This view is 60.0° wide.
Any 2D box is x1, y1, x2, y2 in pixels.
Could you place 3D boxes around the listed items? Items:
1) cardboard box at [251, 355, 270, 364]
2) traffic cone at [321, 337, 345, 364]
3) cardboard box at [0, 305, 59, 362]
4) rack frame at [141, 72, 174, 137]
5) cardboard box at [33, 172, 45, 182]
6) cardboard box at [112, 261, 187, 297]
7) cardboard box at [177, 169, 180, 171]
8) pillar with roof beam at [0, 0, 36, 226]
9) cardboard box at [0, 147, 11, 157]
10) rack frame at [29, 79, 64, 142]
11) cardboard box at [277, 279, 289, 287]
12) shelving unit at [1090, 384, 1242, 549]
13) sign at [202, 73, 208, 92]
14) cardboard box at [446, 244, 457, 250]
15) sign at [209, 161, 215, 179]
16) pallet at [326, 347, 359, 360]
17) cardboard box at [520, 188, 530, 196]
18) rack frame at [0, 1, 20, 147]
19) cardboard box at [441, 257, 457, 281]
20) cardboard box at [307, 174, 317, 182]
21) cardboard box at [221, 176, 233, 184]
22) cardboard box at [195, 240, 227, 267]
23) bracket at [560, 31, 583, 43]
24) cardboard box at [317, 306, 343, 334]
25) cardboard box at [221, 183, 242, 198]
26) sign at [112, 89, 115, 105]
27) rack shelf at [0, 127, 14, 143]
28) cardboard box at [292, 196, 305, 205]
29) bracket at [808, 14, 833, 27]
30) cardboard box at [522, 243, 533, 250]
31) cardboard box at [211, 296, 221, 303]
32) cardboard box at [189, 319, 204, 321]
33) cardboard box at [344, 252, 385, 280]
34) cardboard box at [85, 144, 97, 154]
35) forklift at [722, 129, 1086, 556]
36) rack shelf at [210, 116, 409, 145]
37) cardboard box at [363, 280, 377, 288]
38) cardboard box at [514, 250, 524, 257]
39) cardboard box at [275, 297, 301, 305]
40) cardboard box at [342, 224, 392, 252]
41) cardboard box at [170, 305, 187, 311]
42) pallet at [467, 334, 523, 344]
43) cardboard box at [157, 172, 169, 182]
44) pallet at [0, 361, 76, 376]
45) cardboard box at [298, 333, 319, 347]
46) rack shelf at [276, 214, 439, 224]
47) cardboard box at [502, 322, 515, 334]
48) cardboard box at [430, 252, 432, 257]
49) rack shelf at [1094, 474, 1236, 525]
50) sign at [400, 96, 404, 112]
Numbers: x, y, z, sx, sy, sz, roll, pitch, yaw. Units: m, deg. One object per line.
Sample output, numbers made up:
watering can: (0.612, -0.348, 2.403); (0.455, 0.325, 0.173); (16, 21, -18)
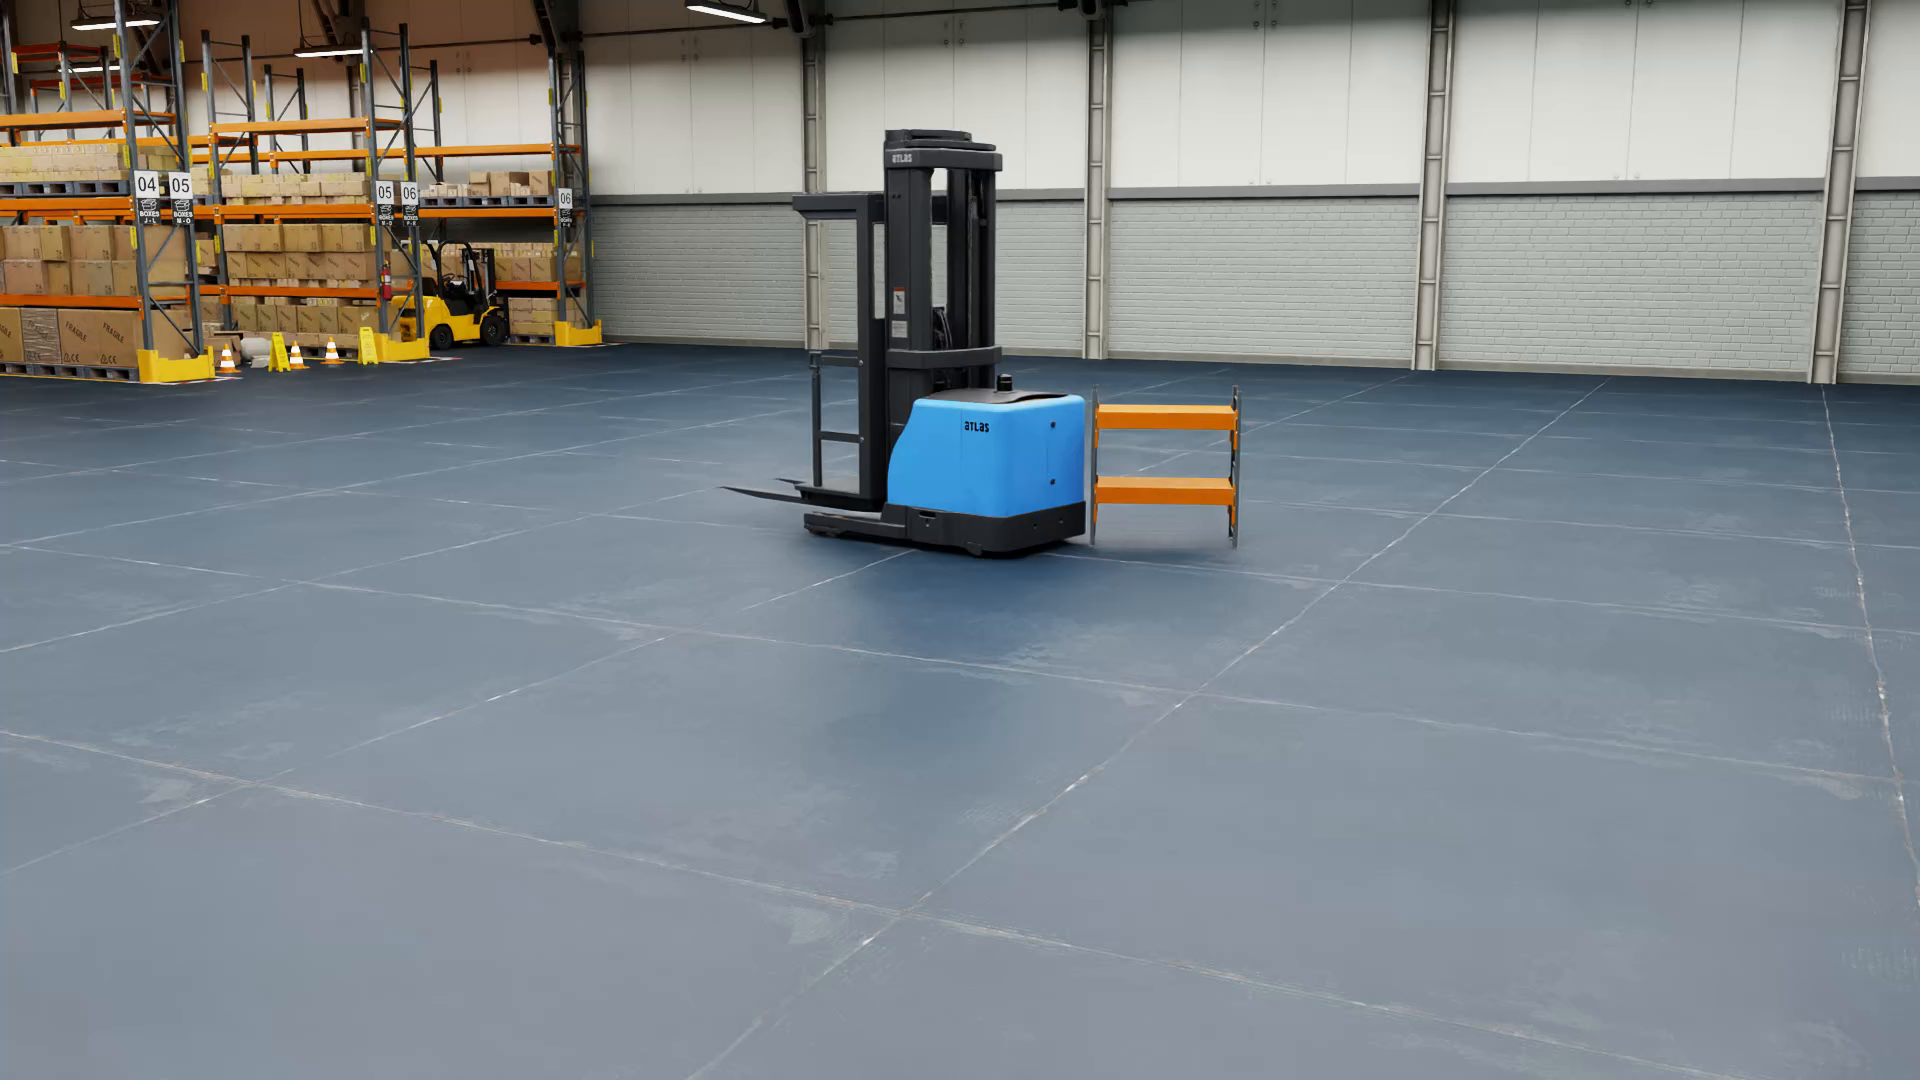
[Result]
cardboard box: (-12.291, -3.176, 29.358); (0.380, 0.149, 0.250); (-7, 12, -33)
traffic cone: (-11.179, -3.377, 29.592); (0.334, 0.463, 0.336); (5, 11, 26)
cardboard box: (-15.376, -3.415, 27.462); (0.875, 0.875, 0.875); (5, 11, 27)
rack frame: (-18.791, -9.488, 39.389); (0.127, 3.000, 1.000); (5, 11, 26)
cardboard box: (-14.369, -5.720, 26.234); (0.250, 0.149, 0.380); (5, 11, 27)
cardboard box: (-12.675, -4.095, 26.013); (0.550, 0.550, 0.875); (5, 11, 26)
cardboard box: (-15.310, -7.070, 32.287); (0.500, 0.250, 0.500); (5, 12, 27)
pillar with roof beam: (-26.302, -9.472, 39.301); (0.548, 9.000, 9.100); (5, 11, 26)
cardboard box: (-15.049, -6.172, 26.495); (0.250, 0.149, 0.380); (5, 11, 25)
rack frame: (-22.378, -9.804, 41.131); (0.127, 3.000, 1.000); (5, 11, 26)
cardboard box: (-12.526, -4.811, 31.095); (0.250, 0.149, 0.380); (5, 11, 26)
shelving unit: (1.480, -0.540, 12.056); (1.048, 1.125, 0.538); (1, 10, 5)
sign: (-14.050, -8.513, 30.934); (0.005, 0.325, 0.100); (5, 11, 26)
cardboard box: (-10.769, -6.287, 35.606); (0.250, 0.149, 0.380); (5, 12, 27)
sign: (-14.052, -6.948, 31.219); (0.005, 0.325, 0.100); (5, 11, 26)
pallet: (-11.003, -3.501, 30.983); (1.213, 0.211, 1.003); (5, 11, 26)
cardboard box: (-8.907, -7.216, 34.500); (0.250, 0.149, 0.380); (5, 11, 24)
rack frame: (-15.909, -7.266, 27.112); (0.127, 3.000, 1.000); (5, 11, 26)
cardboard box: (-10.859, -5.840, 35.795); (0.500, 0.500, 0.500); (5, 12, 27)
cardboard box: (-11.751, -6.639, 30.535); (0.250, 0.149, 0.380); (5, 11, 24)
cardboard box: (-13.671, -6.781, 31.317); (0.250, 0.149, 0.380); (5, 11, 25)
cardboard box: (-14.325, -5.515, 31.984); (0.500, 0.500, 0.500); (5, 11, 25)
bracket: (-8.040, -10.423, 34.448); (0.430, 0.232, 0.235); (5, 11, 26)
cardboard box: (-11.525, -4.082, 30.800); (0.500, 0.500, 0.500); (6, 12, 28)
cardboard box: (-13.536, -6.583, 31.345); (0.500, 0.250, 0.500); (5, 11, 25)
sign: (-17.165, -8.966, 33.658); (0.005, 0.325, 0.100); (5, 11, 26)
rack shelf: (-17.702, -6.873, 28.082); (4.000, 0.370, 1.077); (5, 11, 26)
cardboard box: (-12.063, -6.248, 30.610); (0.250, 0.149, 0.380); (5, 11, 25)
bracket: (-2.659, -9.951, 31.836); (0.430, 0.232, 0.235); (5, 11, 26)
cardboard box: (-8.925, -6.131, 34.745); (0.250, 0.149, 0.380); (5, 12, 27)
cardboard box: (-17.388, -5.669, 39.147); (0.250, 0.149, 0.380); (5, 12, 28)
cardboard box: (-15.551, -4.178, 33.092); (0.625, 0.372, 0.950); (5, 12, 28)
cardboard box: (-10.831, -4.992, 30.275); (0.500, 0.500, 0.500); (5, 11, 25)
cardboard box: (-13.227, -6.012, 25.611); (0.250, 0.149, 0.380); (5, 12, 27)
forklift: (-0.541, -1.526, 12.431); (3.031, 2.935, 1.130); (8, 13, 39)
rack shelf: (-12.016, -7.552, 30.718); (4.000, 0.370, 1.077); (5, 11, 26)
cardboard box: (-10.652, -4.669, 30.313); (0.250, 0.149, 0.380); (5, 12, 28)
cardboard box: (-9.129, -6.009, 34.906); (0.250, 0.149, 0.380); (5, 11, 25)
cardboard box: (-12.610, -4.485, 31.202); (0.250, 0.149, 0.380); (6, 12, 29)
cardboard box: (-10.777, -5.491, 30.222); (0.500, 0.500, 0.700); (5, 11, 24)
cardboard box: (-18.456, -5.439, 39.699); (0.500, 0.500, 0.500); (6, 12, 28)
pallet: (-9.824, -4.369, 35.775); (1.213, 0.211, 1.003); (5, 11, 26)
cardboard box: (-12.487, -5.686, 26.046); (0.250, 0.149, 0.380); (5, 11, 26)
pallet: (-15.262, -2.870, 27.494); (1.213, 0.211, 1.003); (5, 11, 26)
cardboard box: (-11.999, -3.755, 31.094); (0.500, 0.250, 0.500); (5, 11, 24)
rack shelf: (-13.410, -7.186, 37.108); (4.000, 0.370, 1.077); (5, 11, 26)
cardboard box: (-9.477, -4.513, 35.282); (0.500, 0.250, 0.500); (5, 11, 26)
cardboard box: (-11.214, -6.187, 35.891); (0.250, 0.149, 0.380); (5, 12, 27)
rack shelf: (1.480, -0.299, 12.099); (1.000, 0.278, 0.538); (1, 10, 5)
sign: (-11.846, -9.269, 35.332); (0.005, 0.325, 0.100); (5, 11, 26)
